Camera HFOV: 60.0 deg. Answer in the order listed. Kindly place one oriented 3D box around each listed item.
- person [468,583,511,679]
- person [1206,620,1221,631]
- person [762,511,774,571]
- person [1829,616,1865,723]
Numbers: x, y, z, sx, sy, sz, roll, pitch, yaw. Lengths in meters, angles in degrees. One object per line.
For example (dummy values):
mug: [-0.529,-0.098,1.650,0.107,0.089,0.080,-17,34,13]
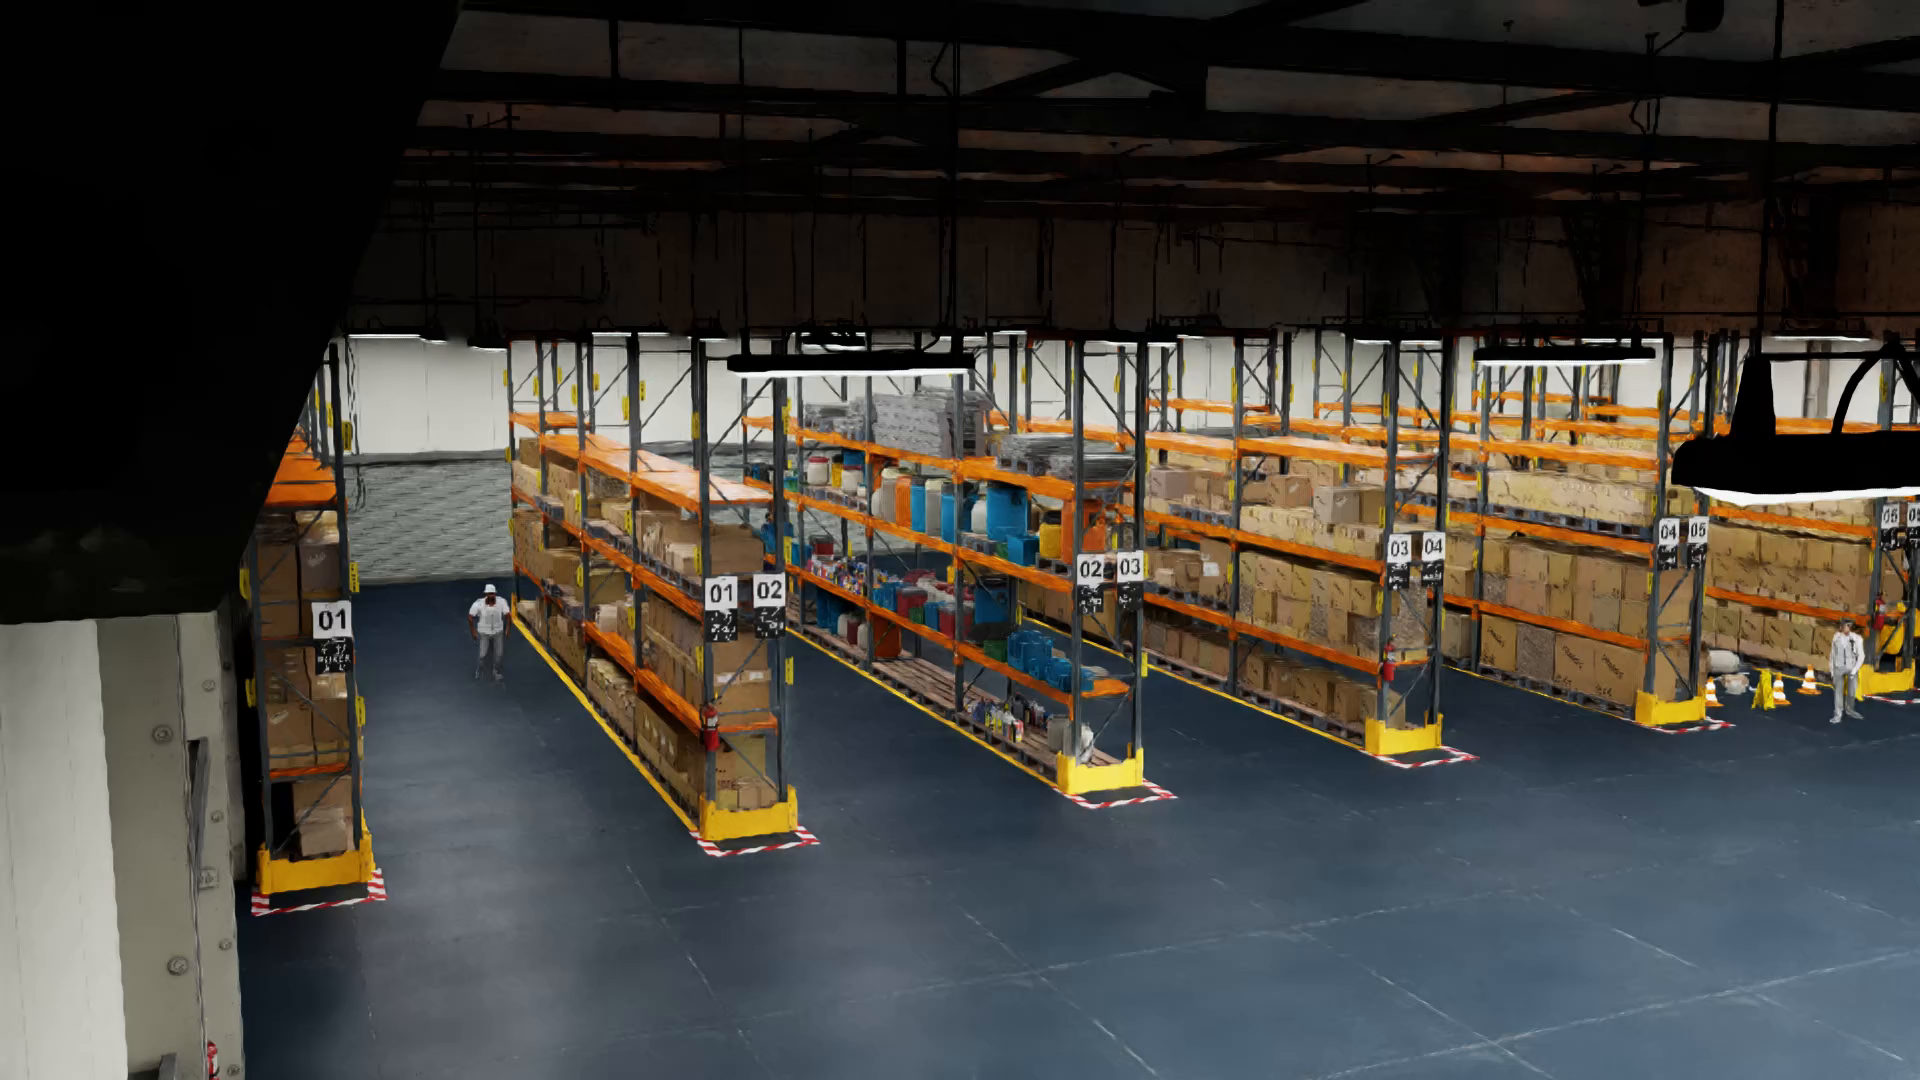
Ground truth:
person: [-8.127,1.585,28.770,0.719,1.714,0.578,-4,9,-25]
person: [4.892,1.141,31.660,0.390,1.759,0.669,-5,9,-34]
person: [-4.675,0.122,39.752,0.519,1.641,0.684,3,8,23]
person: [13.811,1.997,25.897,0.497,1.659,0.683,6,10,37]
